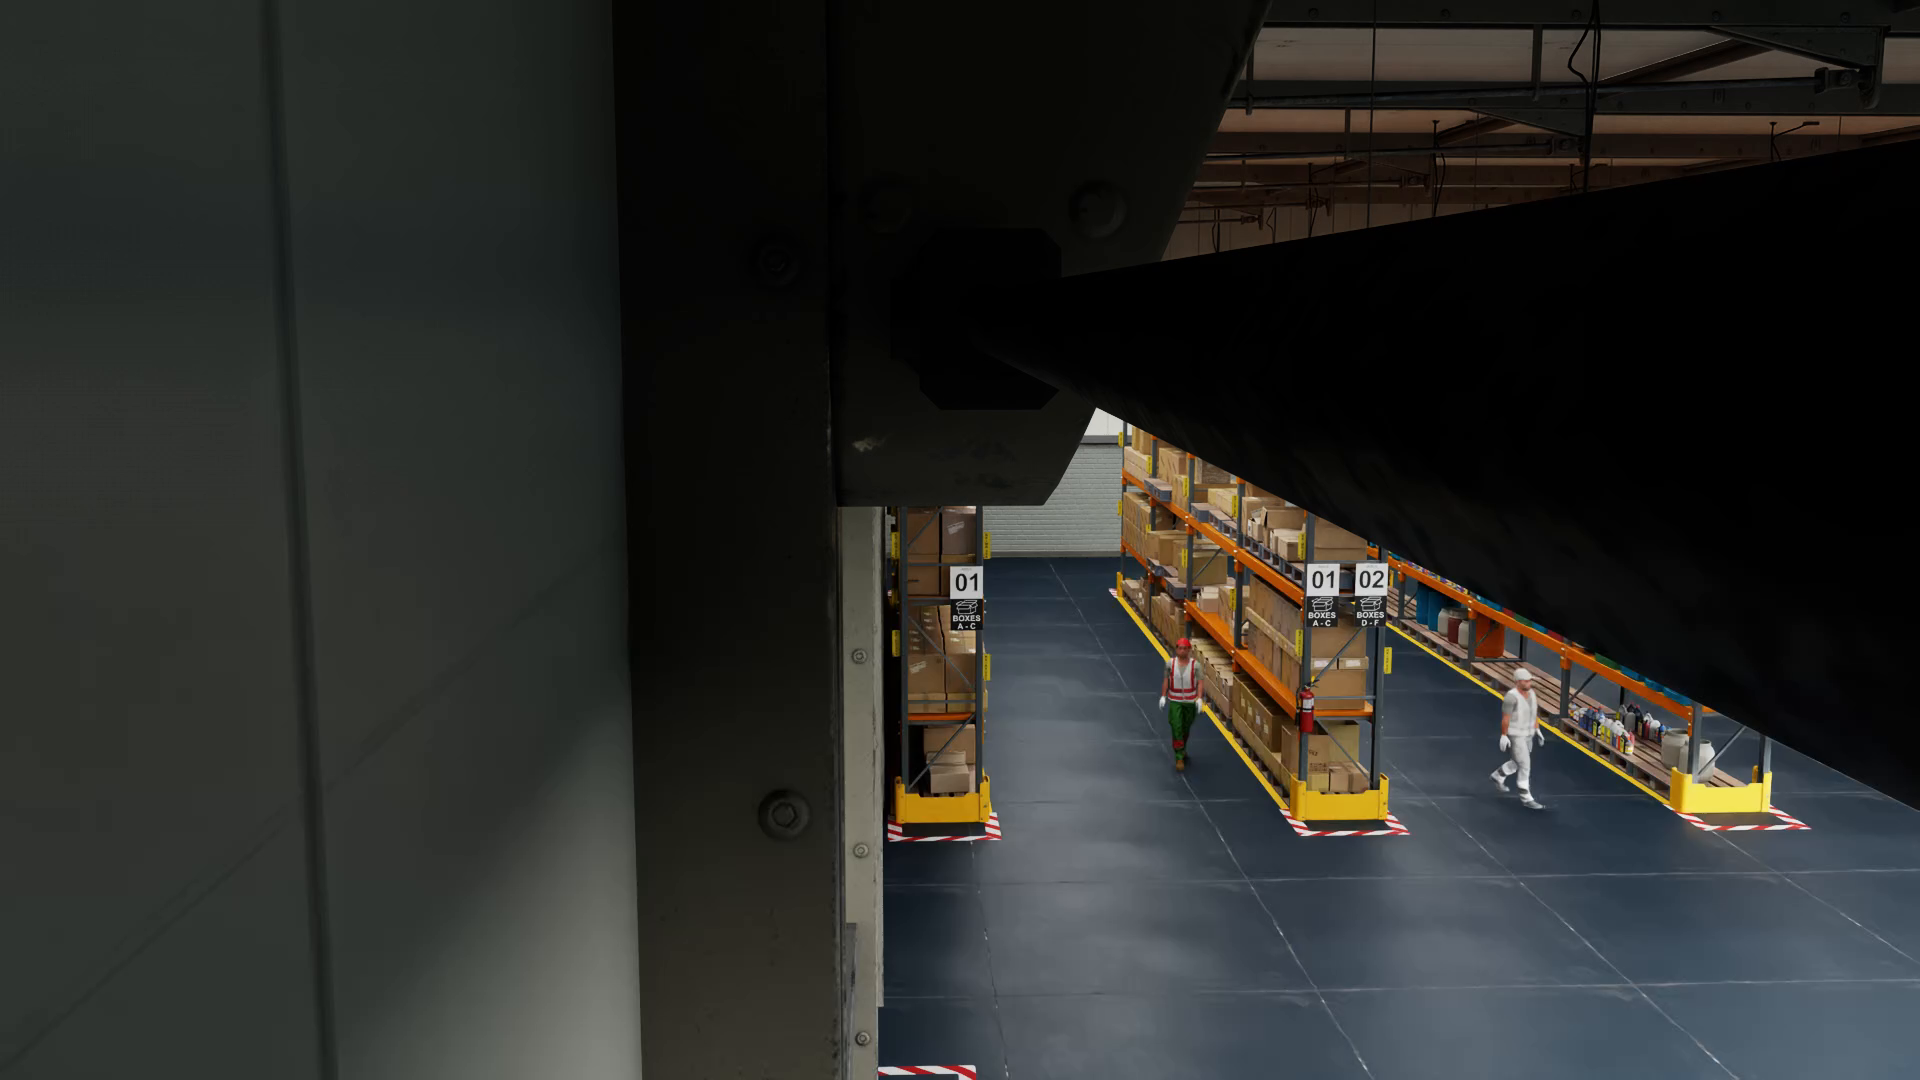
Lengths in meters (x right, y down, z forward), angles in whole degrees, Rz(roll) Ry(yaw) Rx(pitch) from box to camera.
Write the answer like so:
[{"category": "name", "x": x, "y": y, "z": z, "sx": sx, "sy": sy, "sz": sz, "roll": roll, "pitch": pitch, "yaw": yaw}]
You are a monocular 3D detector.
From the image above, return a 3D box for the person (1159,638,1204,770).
[{"category": "person", "x": 3.081, "y": 2.227, "z": 22.970, "sx": 0.586, "sy": 1.720, "sz": 1.034, "roll": 0, "pitch": 8, "yaw": -1}]

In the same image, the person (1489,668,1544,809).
[{"category": "person", "x": 7.125, "y": 2.485, "z": 21.235, "sx": 0.589, "sy": 1.774, "sz": 0.894, "roll": -5, "pitch": 10, "yaw": -34}]
